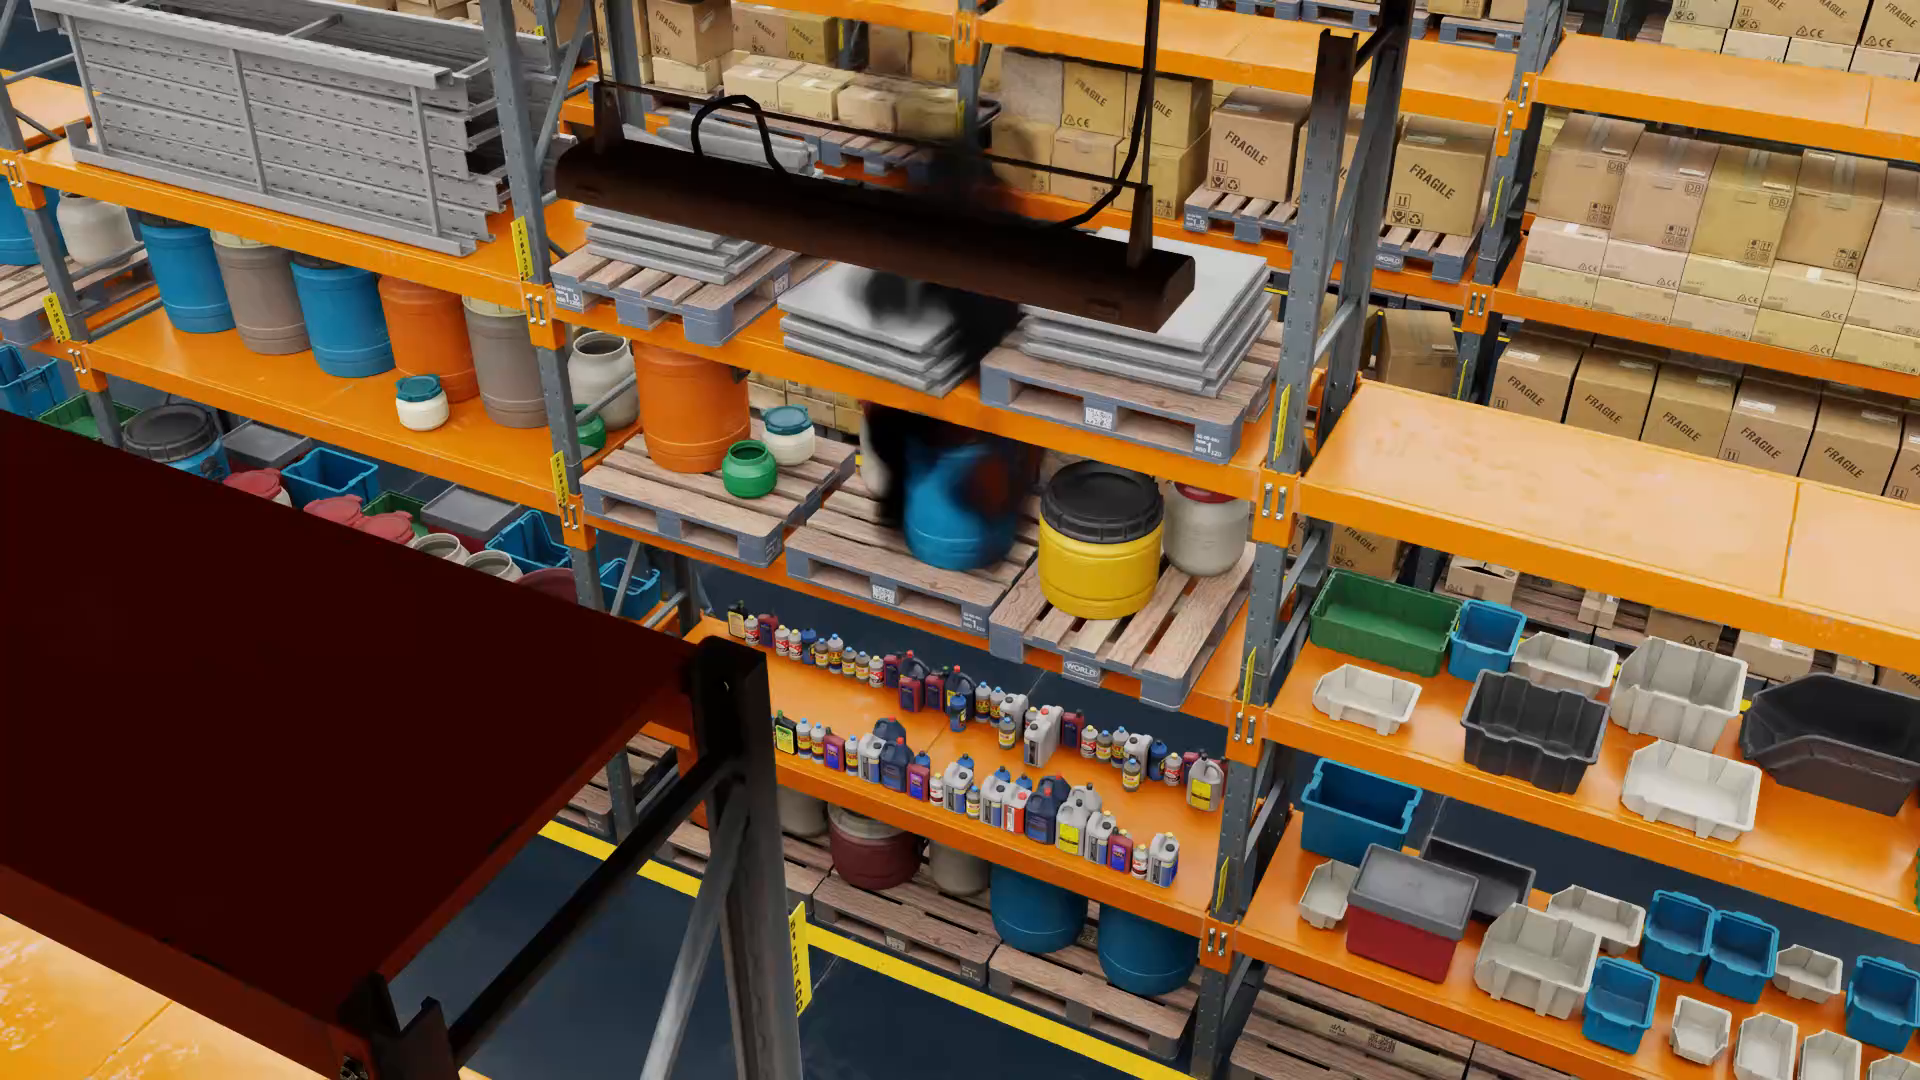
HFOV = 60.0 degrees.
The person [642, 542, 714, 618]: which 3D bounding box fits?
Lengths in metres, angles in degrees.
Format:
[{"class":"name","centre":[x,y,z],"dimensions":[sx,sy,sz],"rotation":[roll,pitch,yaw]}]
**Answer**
[{"class":"person","centre":[-2.183,-0.140,12.162],"dimensions":[0.779,1.823,0.678],"rotation":[16,38,21]}]
